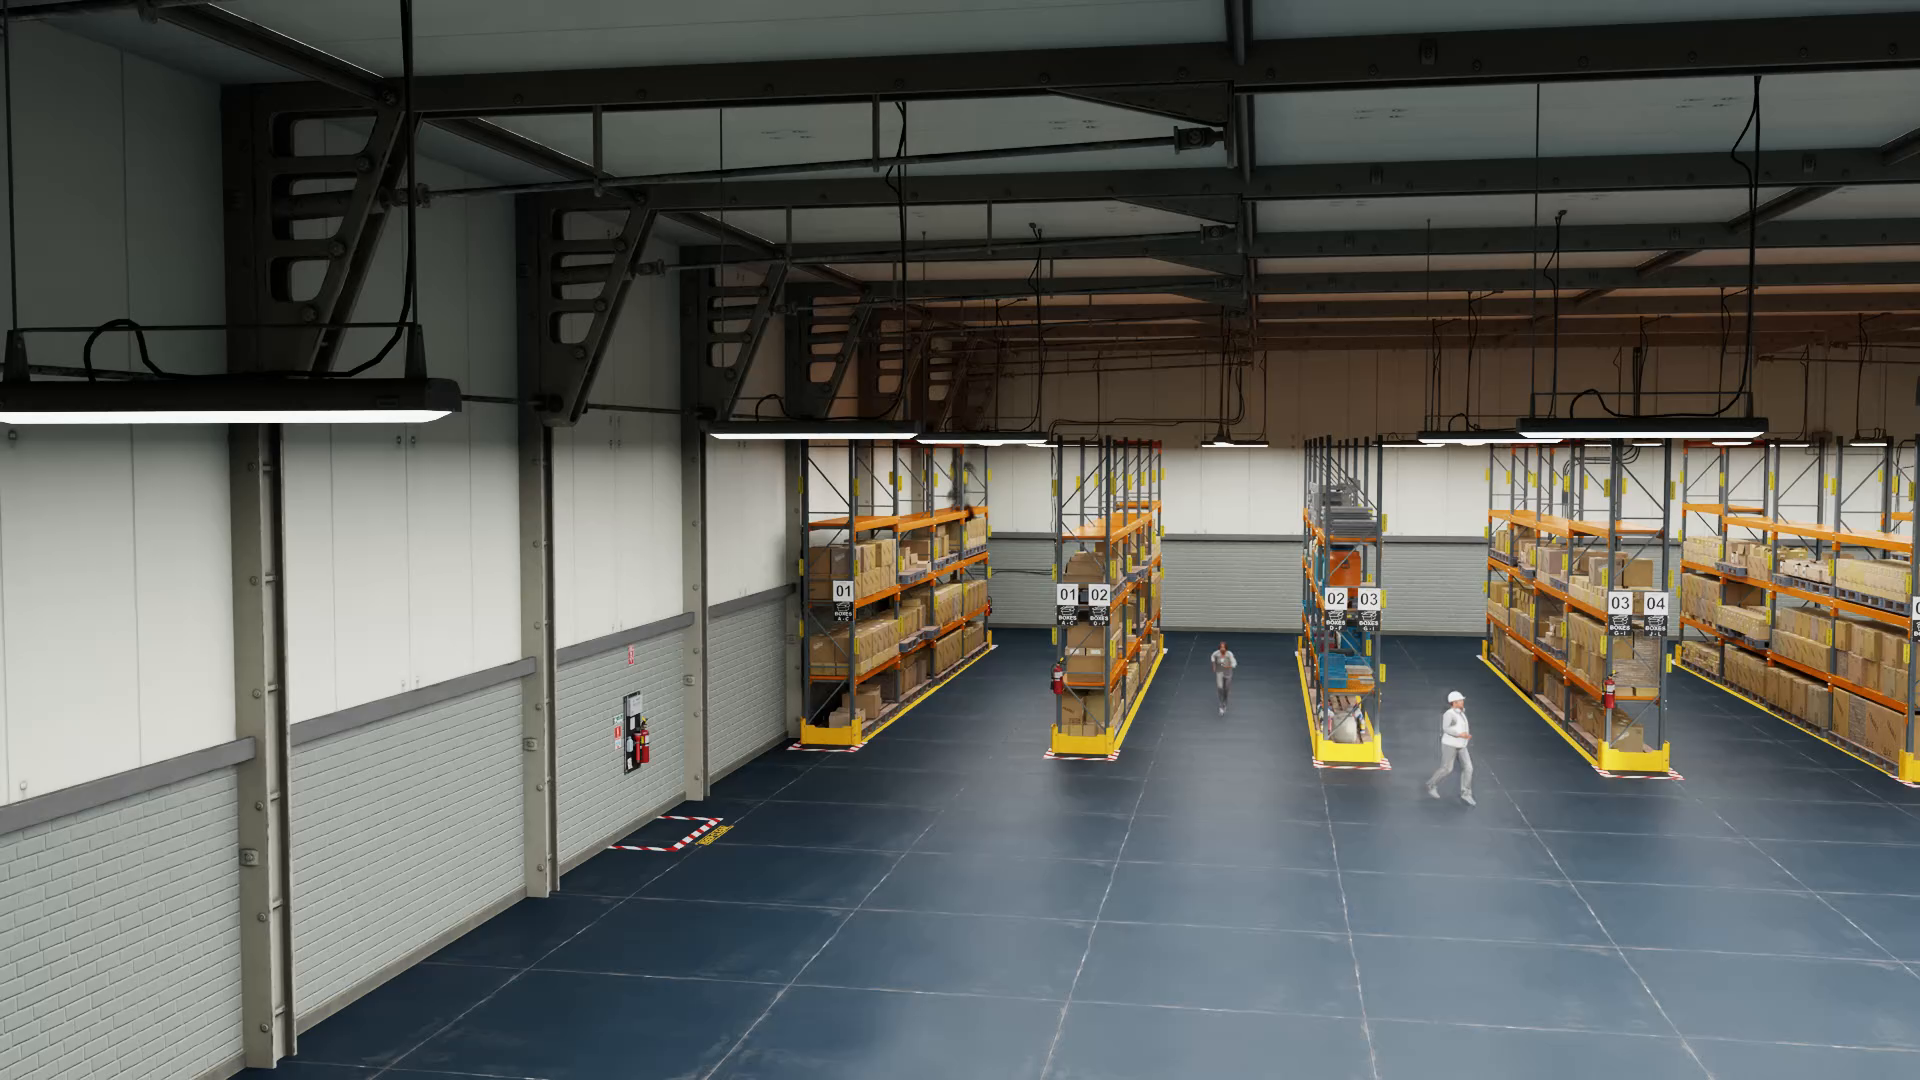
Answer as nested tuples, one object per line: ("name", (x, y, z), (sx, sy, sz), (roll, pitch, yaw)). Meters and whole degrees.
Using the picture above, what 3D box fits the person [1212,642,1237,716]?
("person", (5.740, 2.986, 36.173), (0.537, 1.596, 0.910), (0, 3, 8))

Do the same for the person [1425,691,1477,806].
("person", (8.060, 3.369, 27.088), (0.692, 1.804, 0.867), (-3, 4, -43))
